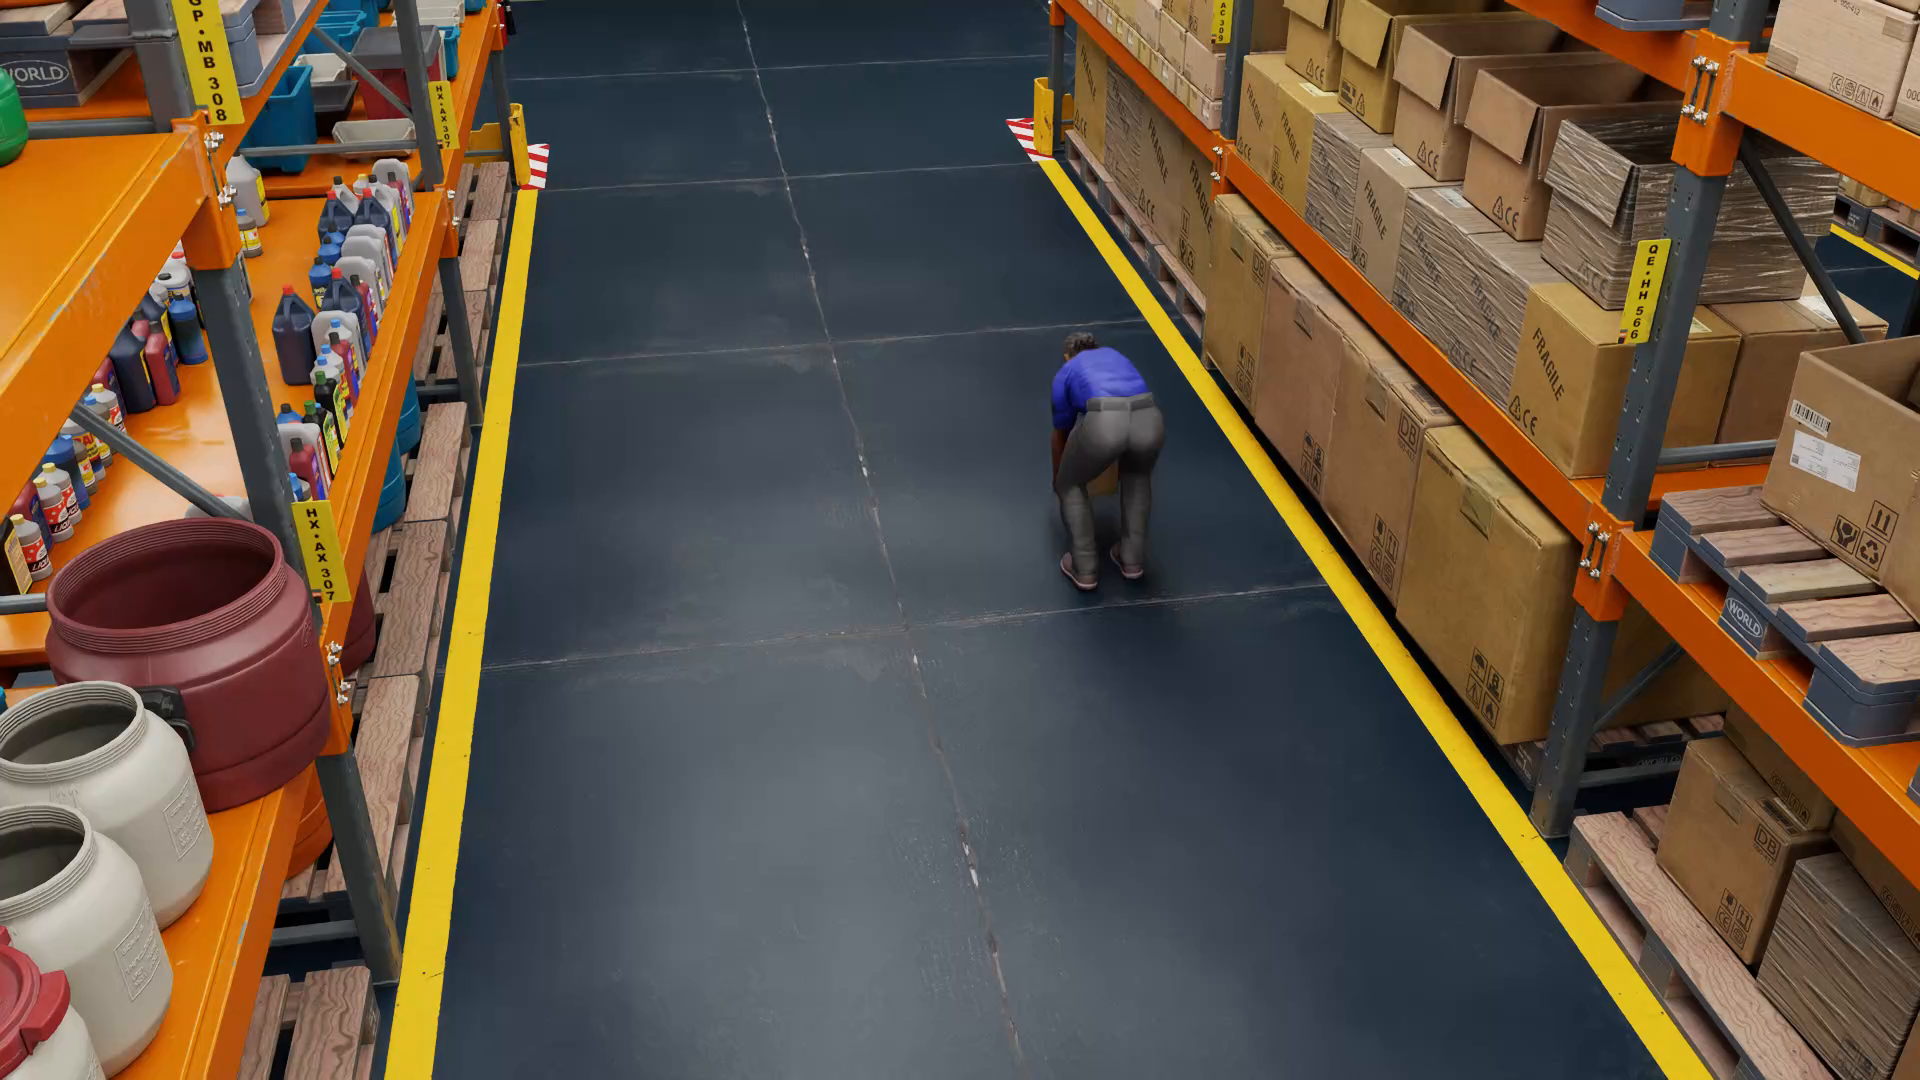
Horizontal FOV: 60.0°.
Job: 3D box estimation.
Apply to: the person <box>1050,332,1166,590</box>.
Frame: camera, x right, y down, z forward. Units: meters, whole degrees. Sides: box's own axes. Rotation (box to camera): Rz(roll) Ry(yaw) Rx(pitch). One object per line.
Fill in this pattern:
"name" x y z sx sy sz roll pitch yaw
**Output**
"person" 0.614 -0.369 7.408 0.432 0.991 0.878 -7 31 -11
